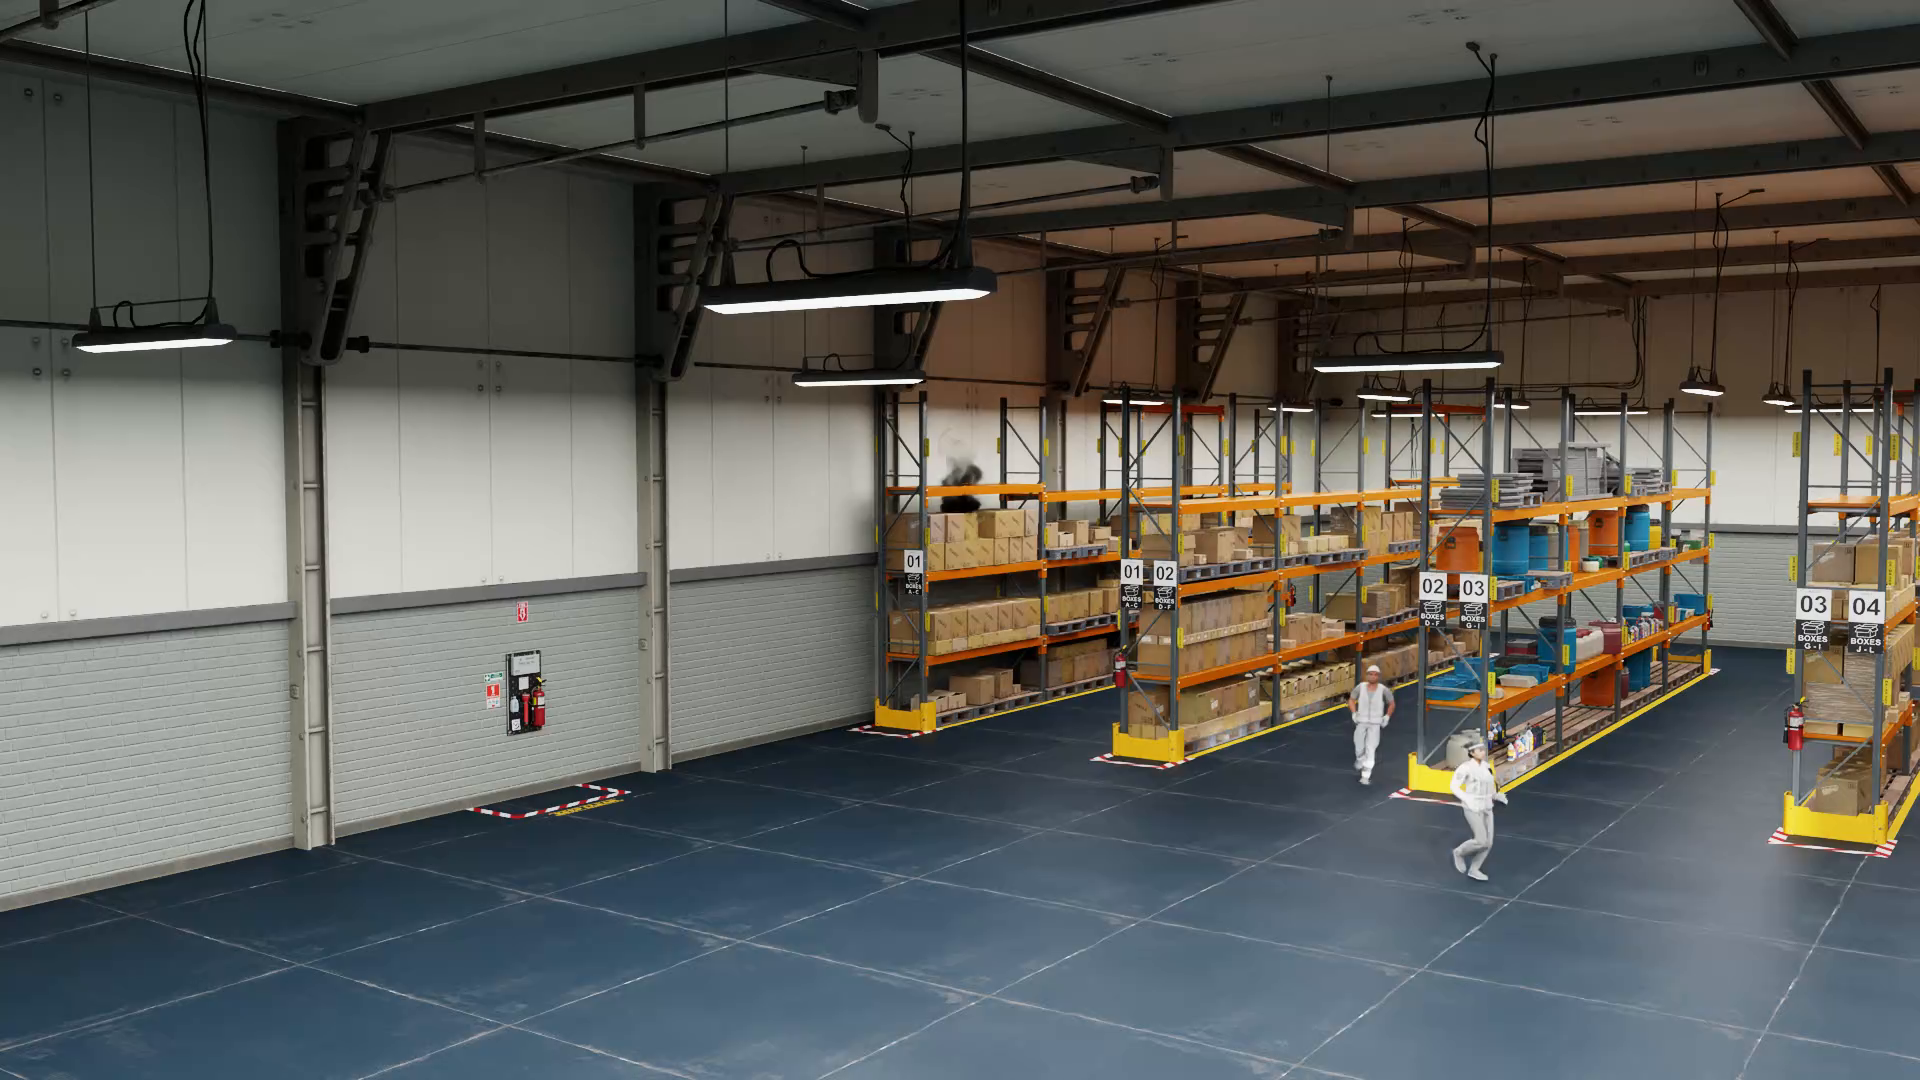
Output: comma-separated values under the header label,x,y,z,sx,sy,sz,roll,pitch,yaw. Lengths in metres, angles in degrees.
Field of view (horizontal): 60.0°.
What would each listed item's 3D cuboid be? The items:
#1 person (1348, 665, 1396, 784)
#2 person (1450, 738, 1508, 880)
label,x,y,z,sx,sy,sz,roll,pitch,yaw
person,6.185,2.763,24.995,0.693,1.781,0.711,1,3,17
person,6.009,3.106,19.228,0.612,1.650,0.552,-2,4,-30
